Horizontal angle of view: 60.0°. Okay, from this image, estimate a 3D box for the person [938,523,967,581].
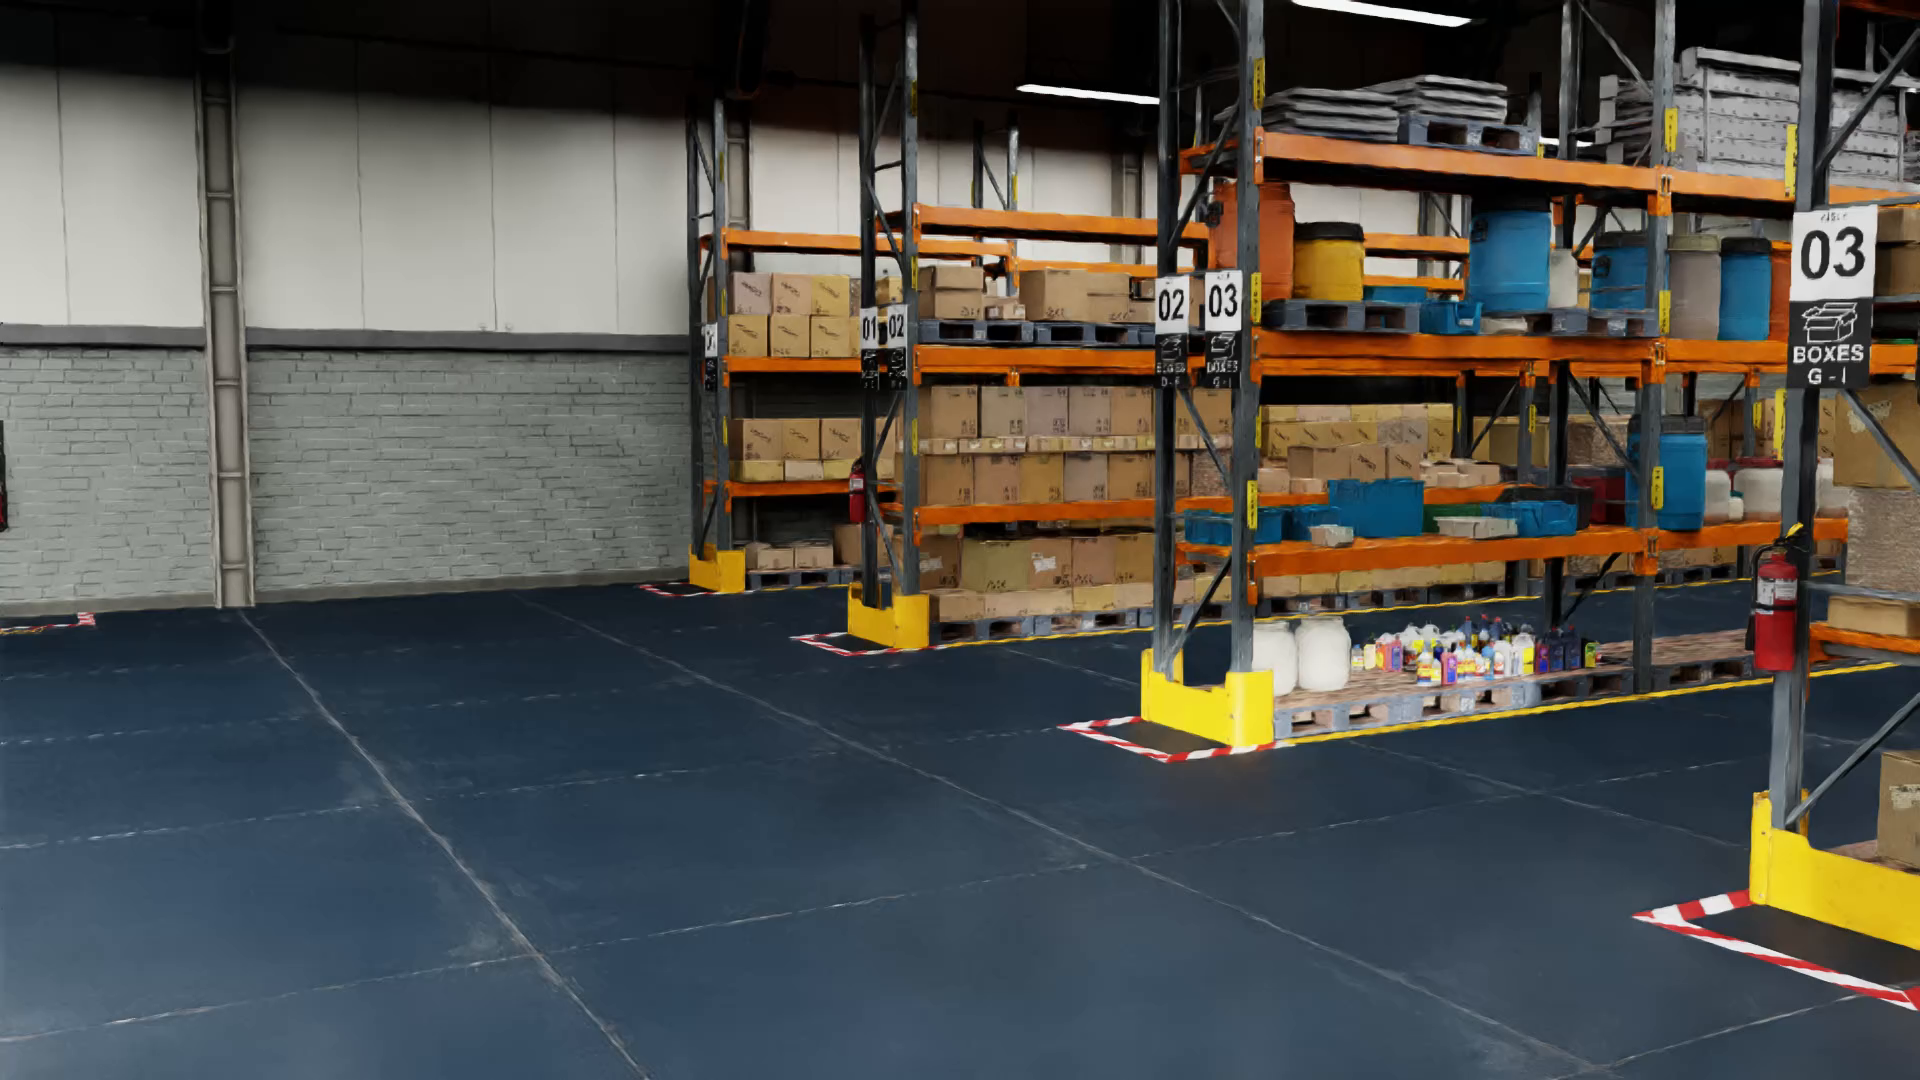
[{"bbox_3d":[-0.090,-0.051,18.069,0.418,1.669,0.462,-3,6,-28],"label":"person"}]
